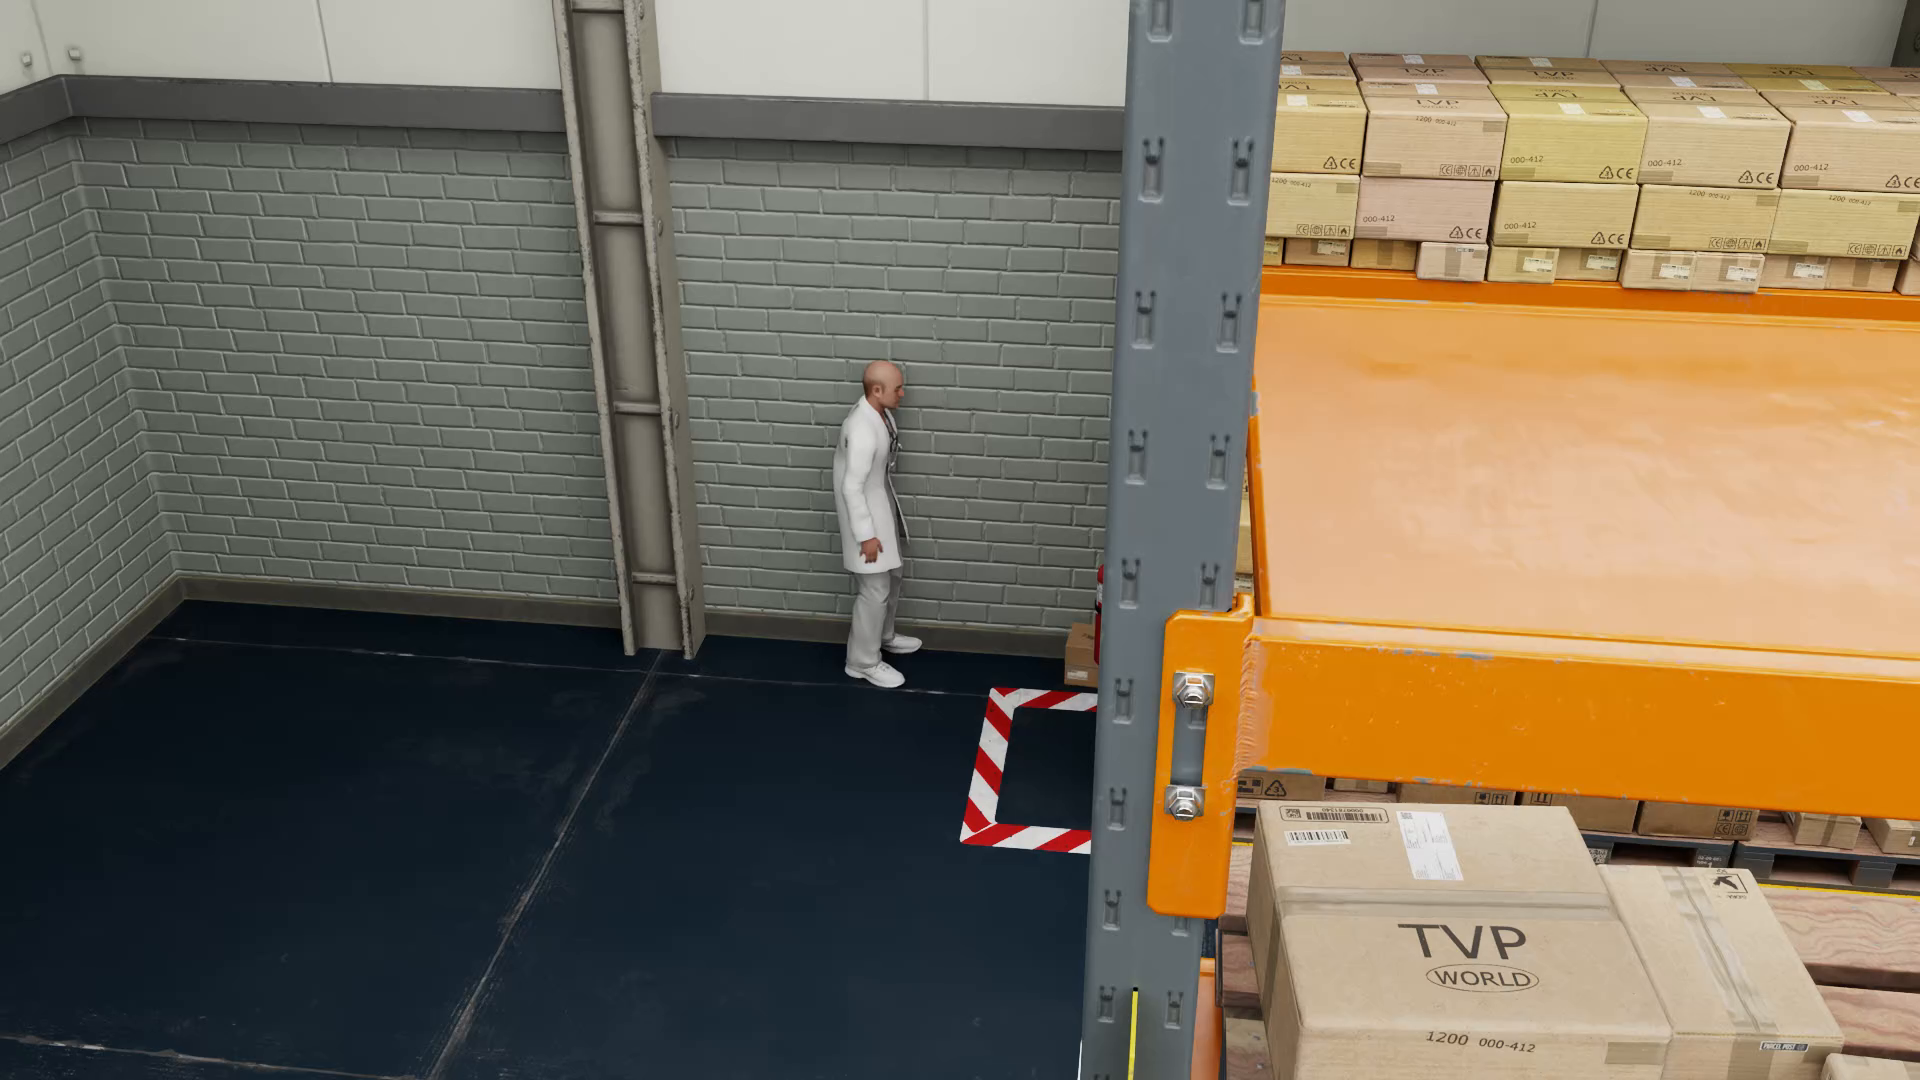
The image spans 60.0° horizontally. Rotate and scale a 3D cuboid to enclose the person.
[{"bbox_3d":[-0.449,-0.119,8.864,0.428,1.772,0.644,5,28,9],"label":"person"}]
